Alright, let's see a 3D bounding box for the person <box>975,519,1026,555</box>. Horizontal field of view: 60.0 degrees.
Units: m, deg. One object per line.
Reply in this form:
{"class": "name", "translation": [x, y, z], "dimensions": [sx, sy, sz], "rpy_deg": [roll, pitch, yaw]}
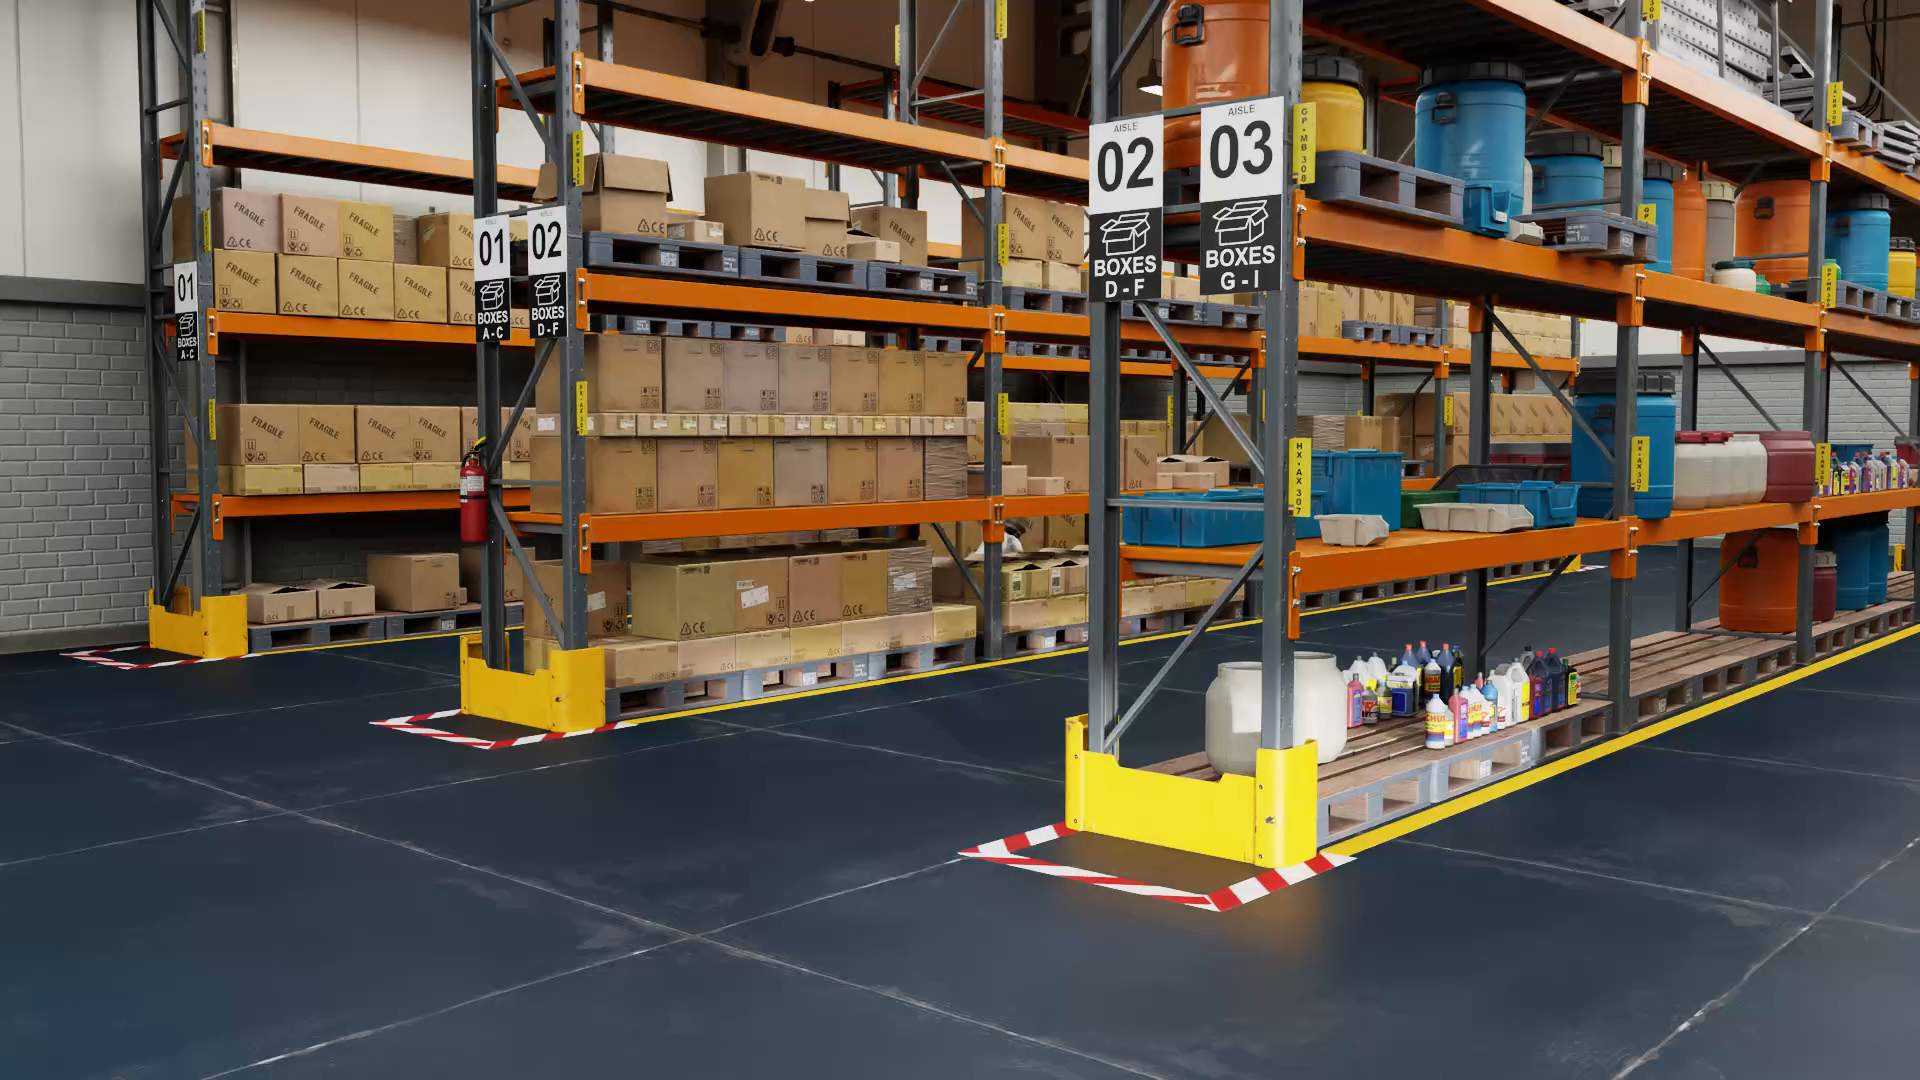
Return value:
{"class": "person", "translation": [0.383, 0.287, 16.473], "dimensions": [0.495, 0.974, 0.828], "rpy_deg": [3, 5, 41]}
